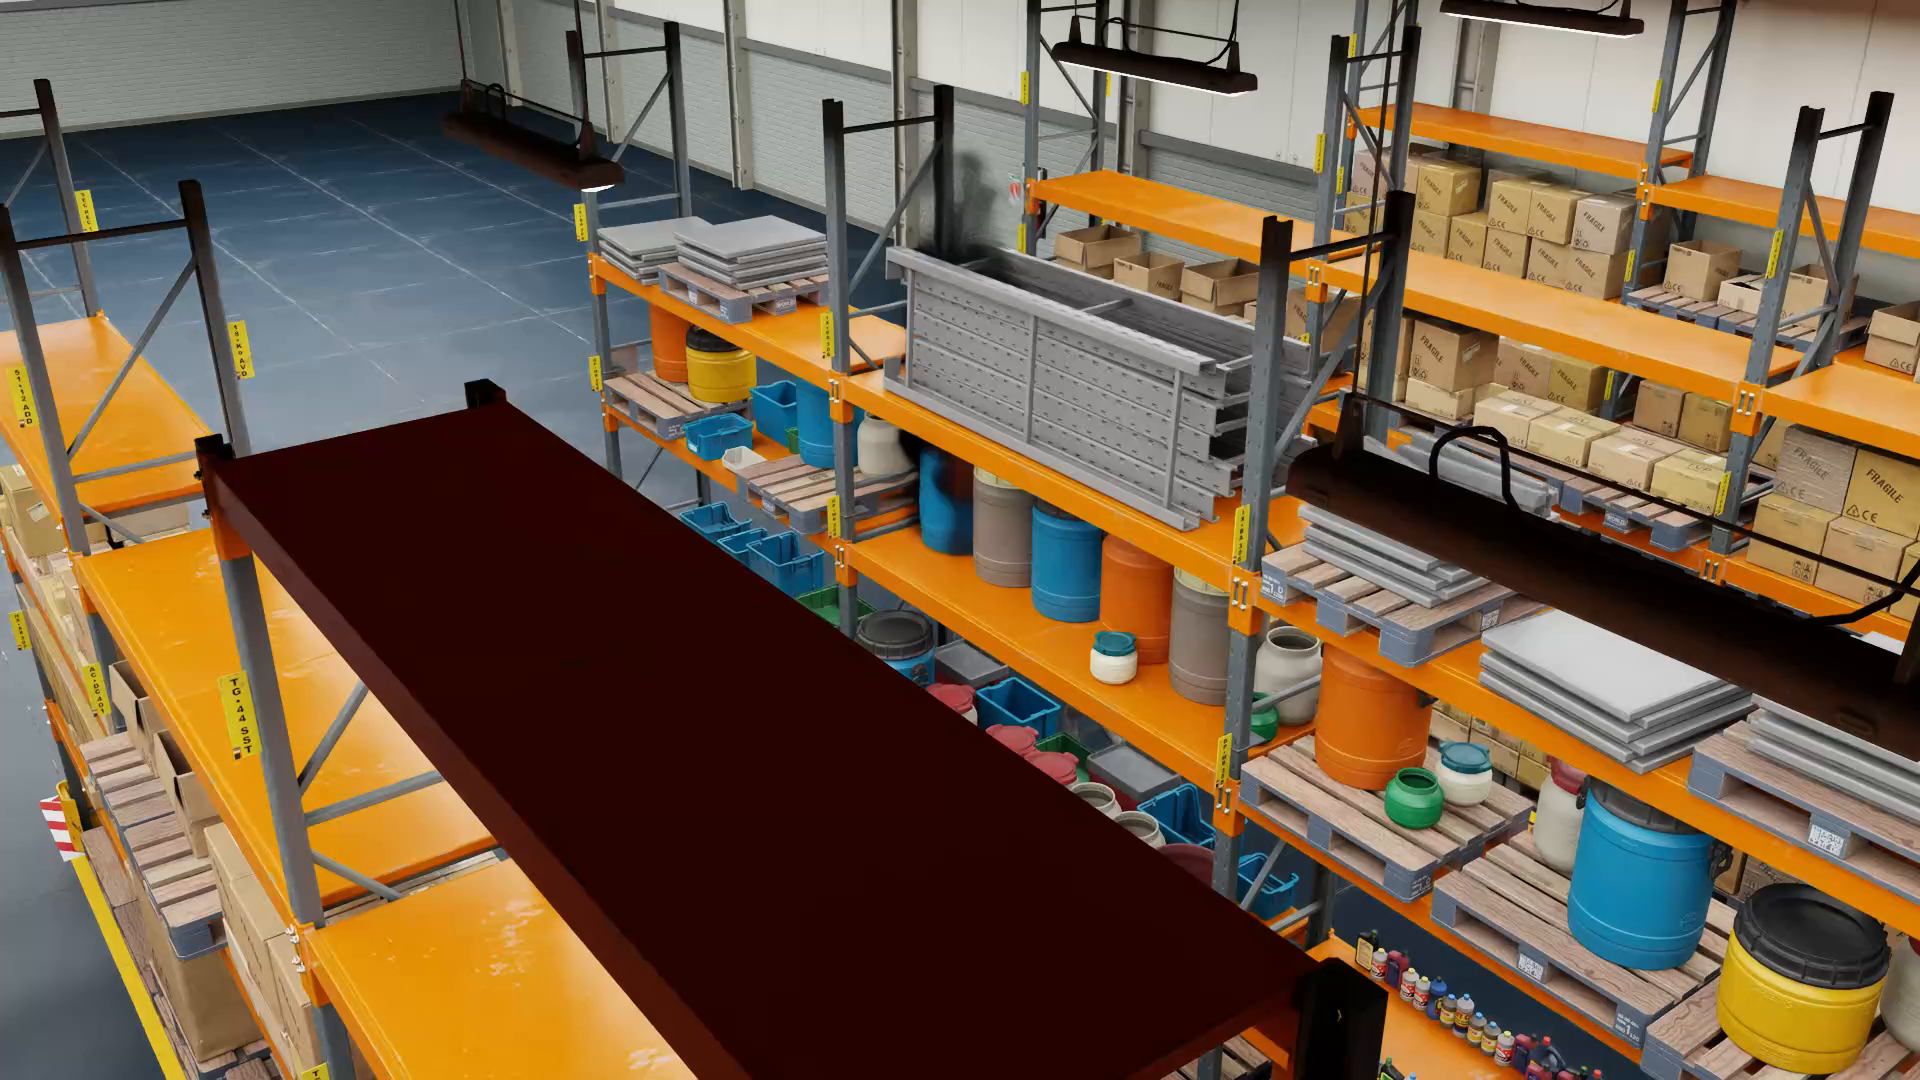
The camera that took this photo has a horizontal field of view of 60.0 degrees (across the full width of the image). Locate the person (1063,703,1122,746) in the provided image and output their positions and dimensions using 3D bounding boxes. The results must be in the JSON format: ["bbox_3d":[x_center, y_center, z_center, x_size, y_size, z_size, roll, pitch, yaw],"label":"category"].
[{"bbox_3d":[1.130,1.295,14.218,0.534,1.601,0.860,-20,32,-37],"label":"person"}]
